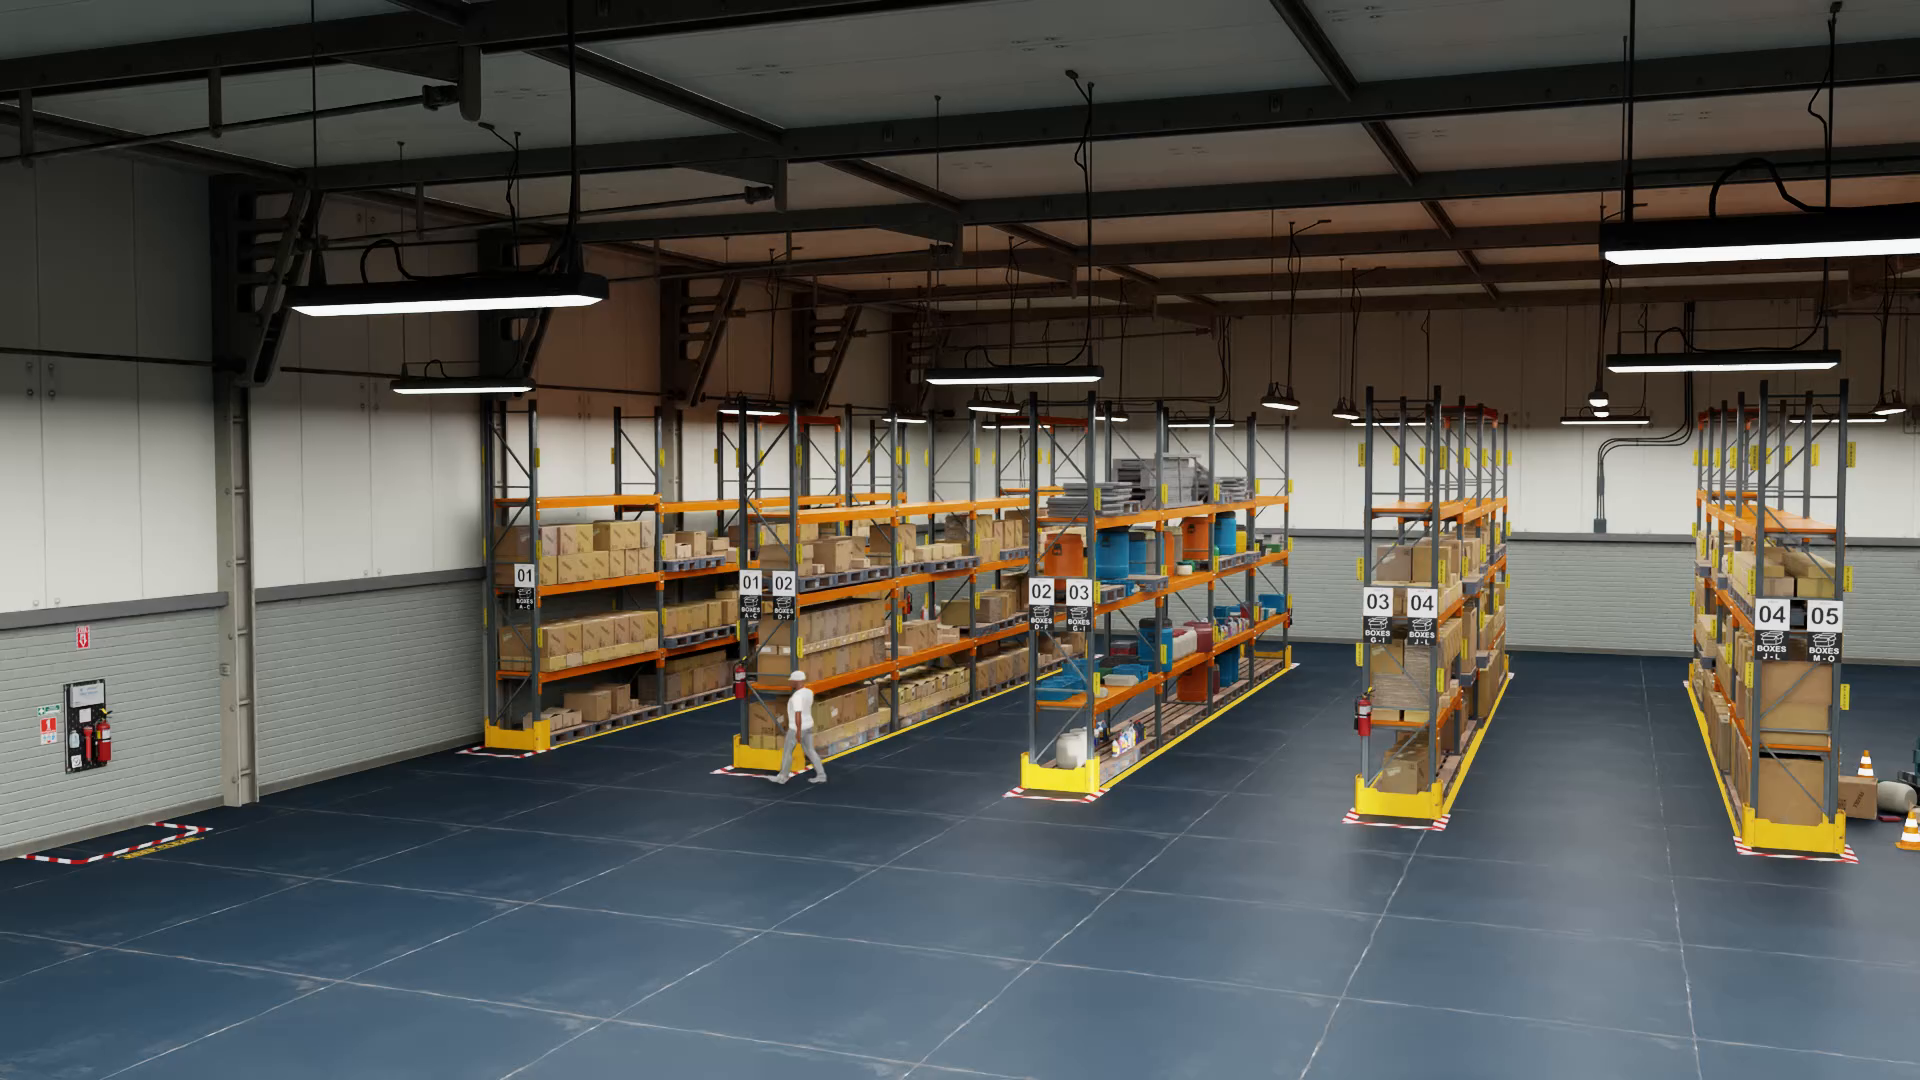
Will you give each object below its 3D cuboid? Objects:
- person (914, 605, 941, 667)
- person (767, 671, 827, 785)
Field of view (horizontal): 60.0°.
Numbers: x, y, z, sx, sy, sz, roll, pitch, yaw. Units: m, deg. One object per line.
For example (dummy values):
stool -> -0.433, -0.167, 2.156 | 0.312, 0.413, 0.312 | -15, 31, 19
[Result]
person -> -0.768, 2.140, 39.790 | 0.607, 1.716, 1.050 | 1, 3, 16
person -> -2.470, 2.881, 25.533 | 0.878, 1.752, 0.571 | 1, 3, 27
